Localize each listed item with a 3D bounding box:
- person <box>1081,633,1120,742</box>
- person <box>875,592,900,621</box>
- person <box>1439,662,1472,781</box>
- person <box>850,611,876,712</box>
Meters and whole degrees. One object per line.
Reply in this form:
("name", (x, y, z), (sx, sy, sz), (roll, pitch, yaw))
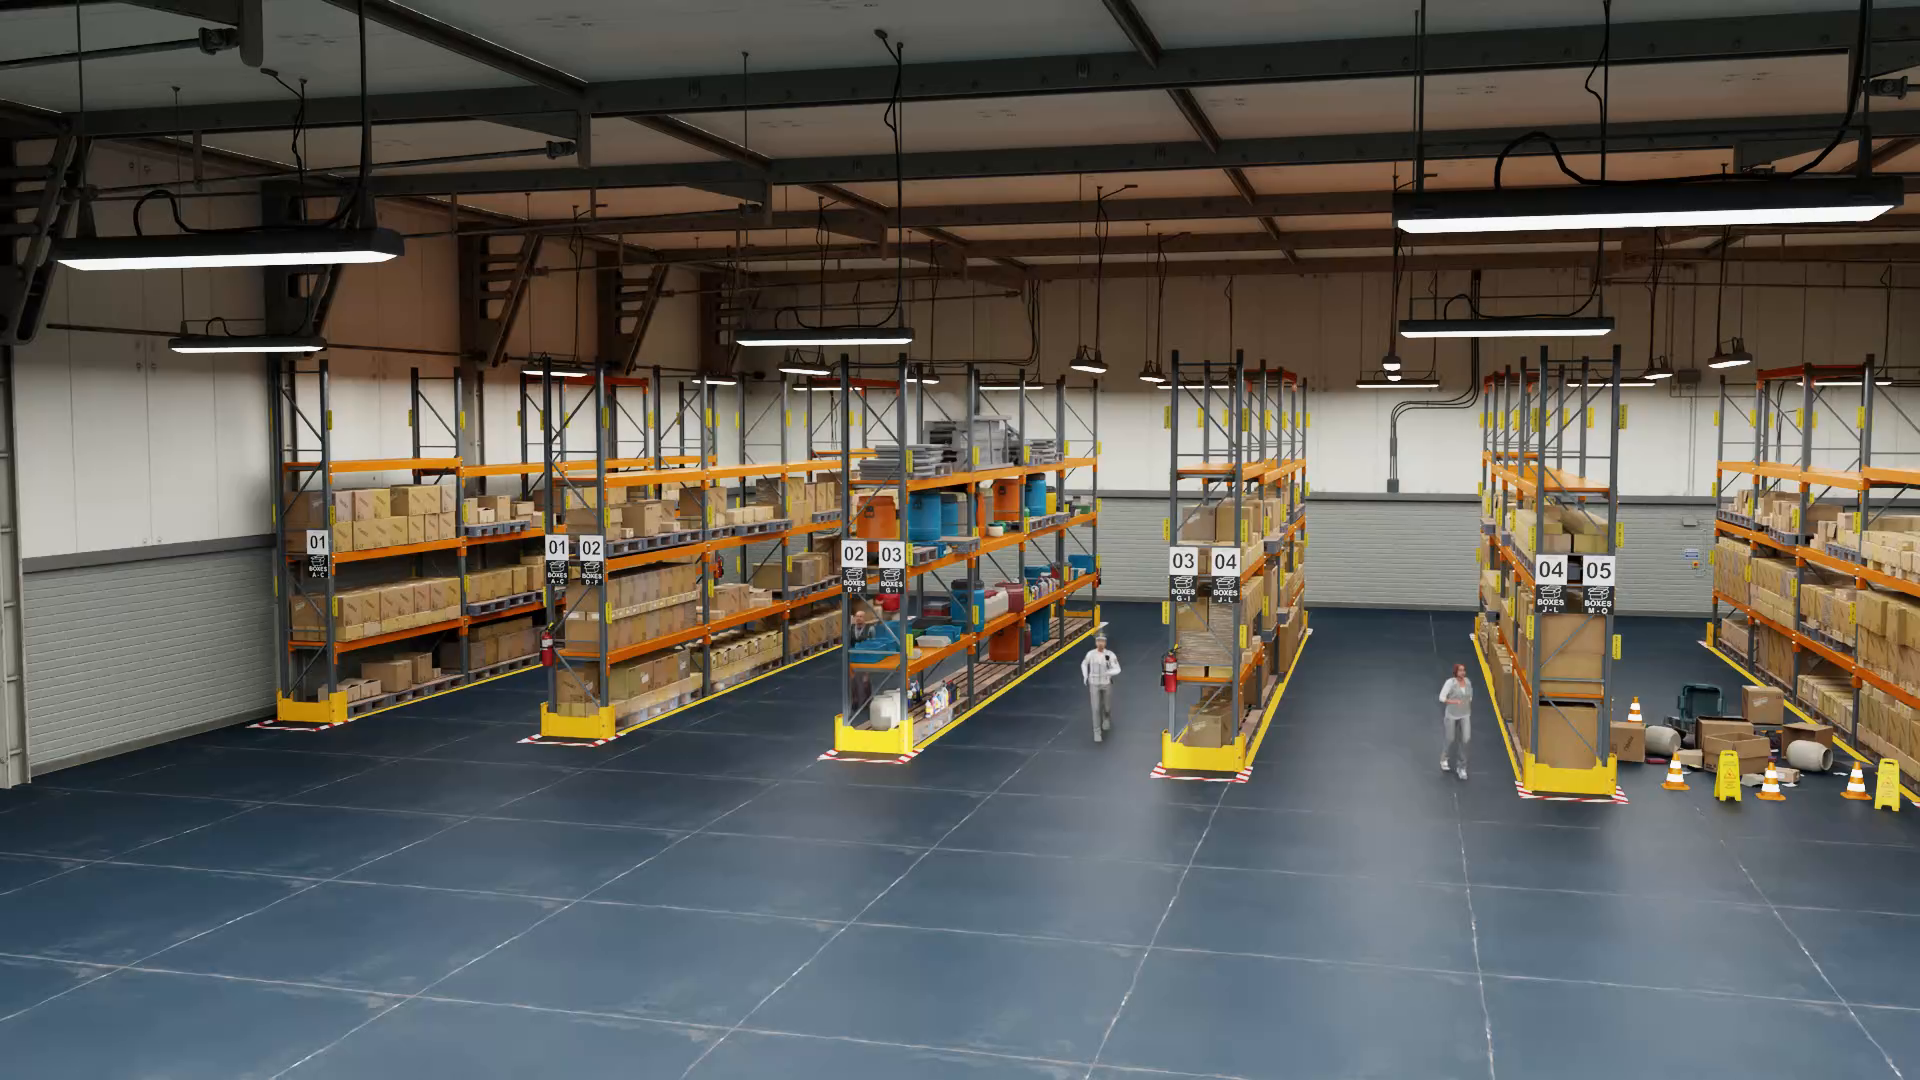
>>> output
("person", (2.208, 2.277, 26.148), (0.624, 1.669, 0.875), (0, 4, 7))
("person", (-1.448, 1.631, 34.803), (0.648, 1.778, 0.849), (1, 4, 7))
("person", (6.981, 2.527, 23.394), (0.532, 1.644, 0.707), (0, 4, -2))
("person", (-1.706, 2.091, 28.780), (0.574, 1.760, 0.847), (0, 4, 7))
